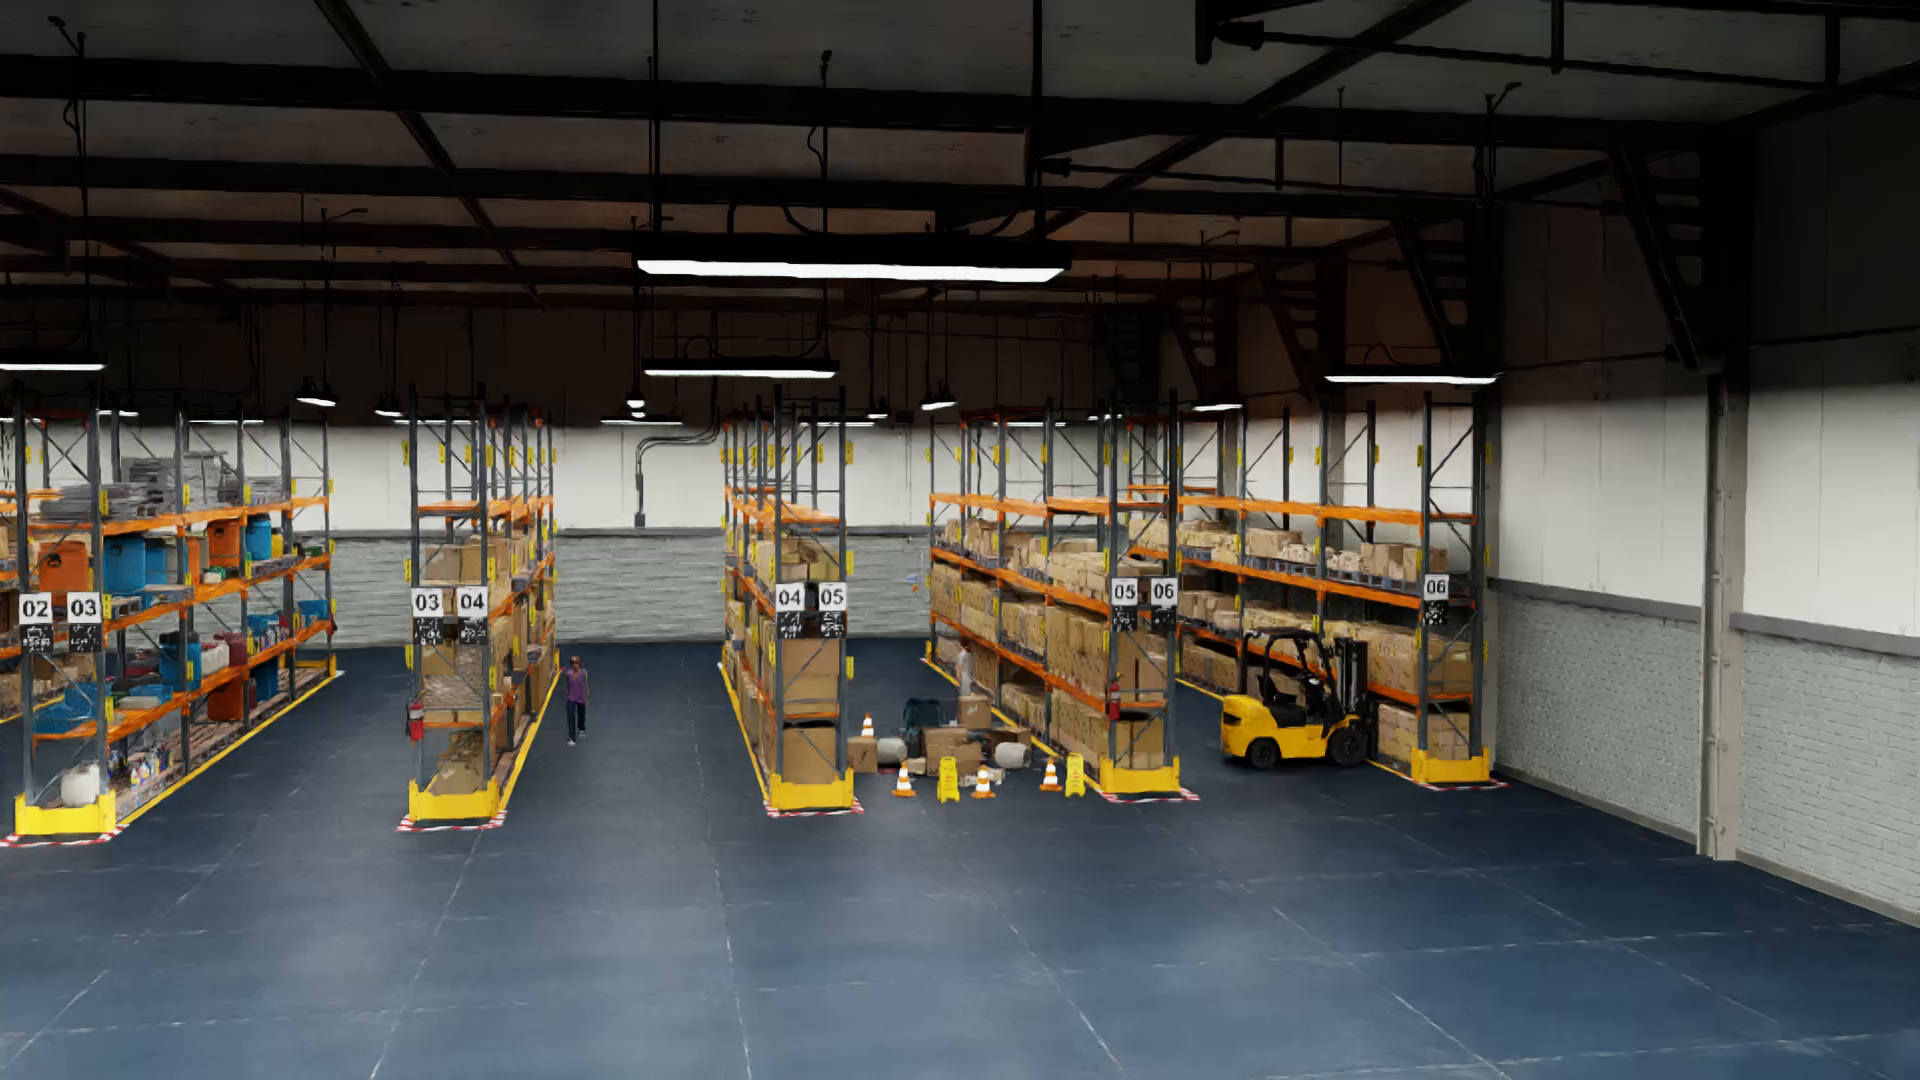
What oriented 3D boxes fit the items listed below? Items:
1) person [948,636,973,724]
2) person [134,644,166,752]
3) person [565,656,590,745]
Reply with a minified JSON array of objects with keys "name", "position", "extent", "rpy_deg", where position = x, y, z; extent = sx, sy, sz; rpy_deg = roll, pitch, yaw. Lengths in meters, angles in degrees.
[{"name":"person","position":[0.040,2.599,30.627],"extent":[0.575,1.665,0.577],"rpy_deg":[1,3,15]},{"name":"person","position":[-13.113,2.558,26.856],"extent":[0.504,1.760,0.616],"rpy_deg":[-1,3,-20]},{"name":"person","position":[-6.663,2.764,28.967],"extent":[0.416,1.525,1.029],"rpy_deg":[-1,3,-12]}]
